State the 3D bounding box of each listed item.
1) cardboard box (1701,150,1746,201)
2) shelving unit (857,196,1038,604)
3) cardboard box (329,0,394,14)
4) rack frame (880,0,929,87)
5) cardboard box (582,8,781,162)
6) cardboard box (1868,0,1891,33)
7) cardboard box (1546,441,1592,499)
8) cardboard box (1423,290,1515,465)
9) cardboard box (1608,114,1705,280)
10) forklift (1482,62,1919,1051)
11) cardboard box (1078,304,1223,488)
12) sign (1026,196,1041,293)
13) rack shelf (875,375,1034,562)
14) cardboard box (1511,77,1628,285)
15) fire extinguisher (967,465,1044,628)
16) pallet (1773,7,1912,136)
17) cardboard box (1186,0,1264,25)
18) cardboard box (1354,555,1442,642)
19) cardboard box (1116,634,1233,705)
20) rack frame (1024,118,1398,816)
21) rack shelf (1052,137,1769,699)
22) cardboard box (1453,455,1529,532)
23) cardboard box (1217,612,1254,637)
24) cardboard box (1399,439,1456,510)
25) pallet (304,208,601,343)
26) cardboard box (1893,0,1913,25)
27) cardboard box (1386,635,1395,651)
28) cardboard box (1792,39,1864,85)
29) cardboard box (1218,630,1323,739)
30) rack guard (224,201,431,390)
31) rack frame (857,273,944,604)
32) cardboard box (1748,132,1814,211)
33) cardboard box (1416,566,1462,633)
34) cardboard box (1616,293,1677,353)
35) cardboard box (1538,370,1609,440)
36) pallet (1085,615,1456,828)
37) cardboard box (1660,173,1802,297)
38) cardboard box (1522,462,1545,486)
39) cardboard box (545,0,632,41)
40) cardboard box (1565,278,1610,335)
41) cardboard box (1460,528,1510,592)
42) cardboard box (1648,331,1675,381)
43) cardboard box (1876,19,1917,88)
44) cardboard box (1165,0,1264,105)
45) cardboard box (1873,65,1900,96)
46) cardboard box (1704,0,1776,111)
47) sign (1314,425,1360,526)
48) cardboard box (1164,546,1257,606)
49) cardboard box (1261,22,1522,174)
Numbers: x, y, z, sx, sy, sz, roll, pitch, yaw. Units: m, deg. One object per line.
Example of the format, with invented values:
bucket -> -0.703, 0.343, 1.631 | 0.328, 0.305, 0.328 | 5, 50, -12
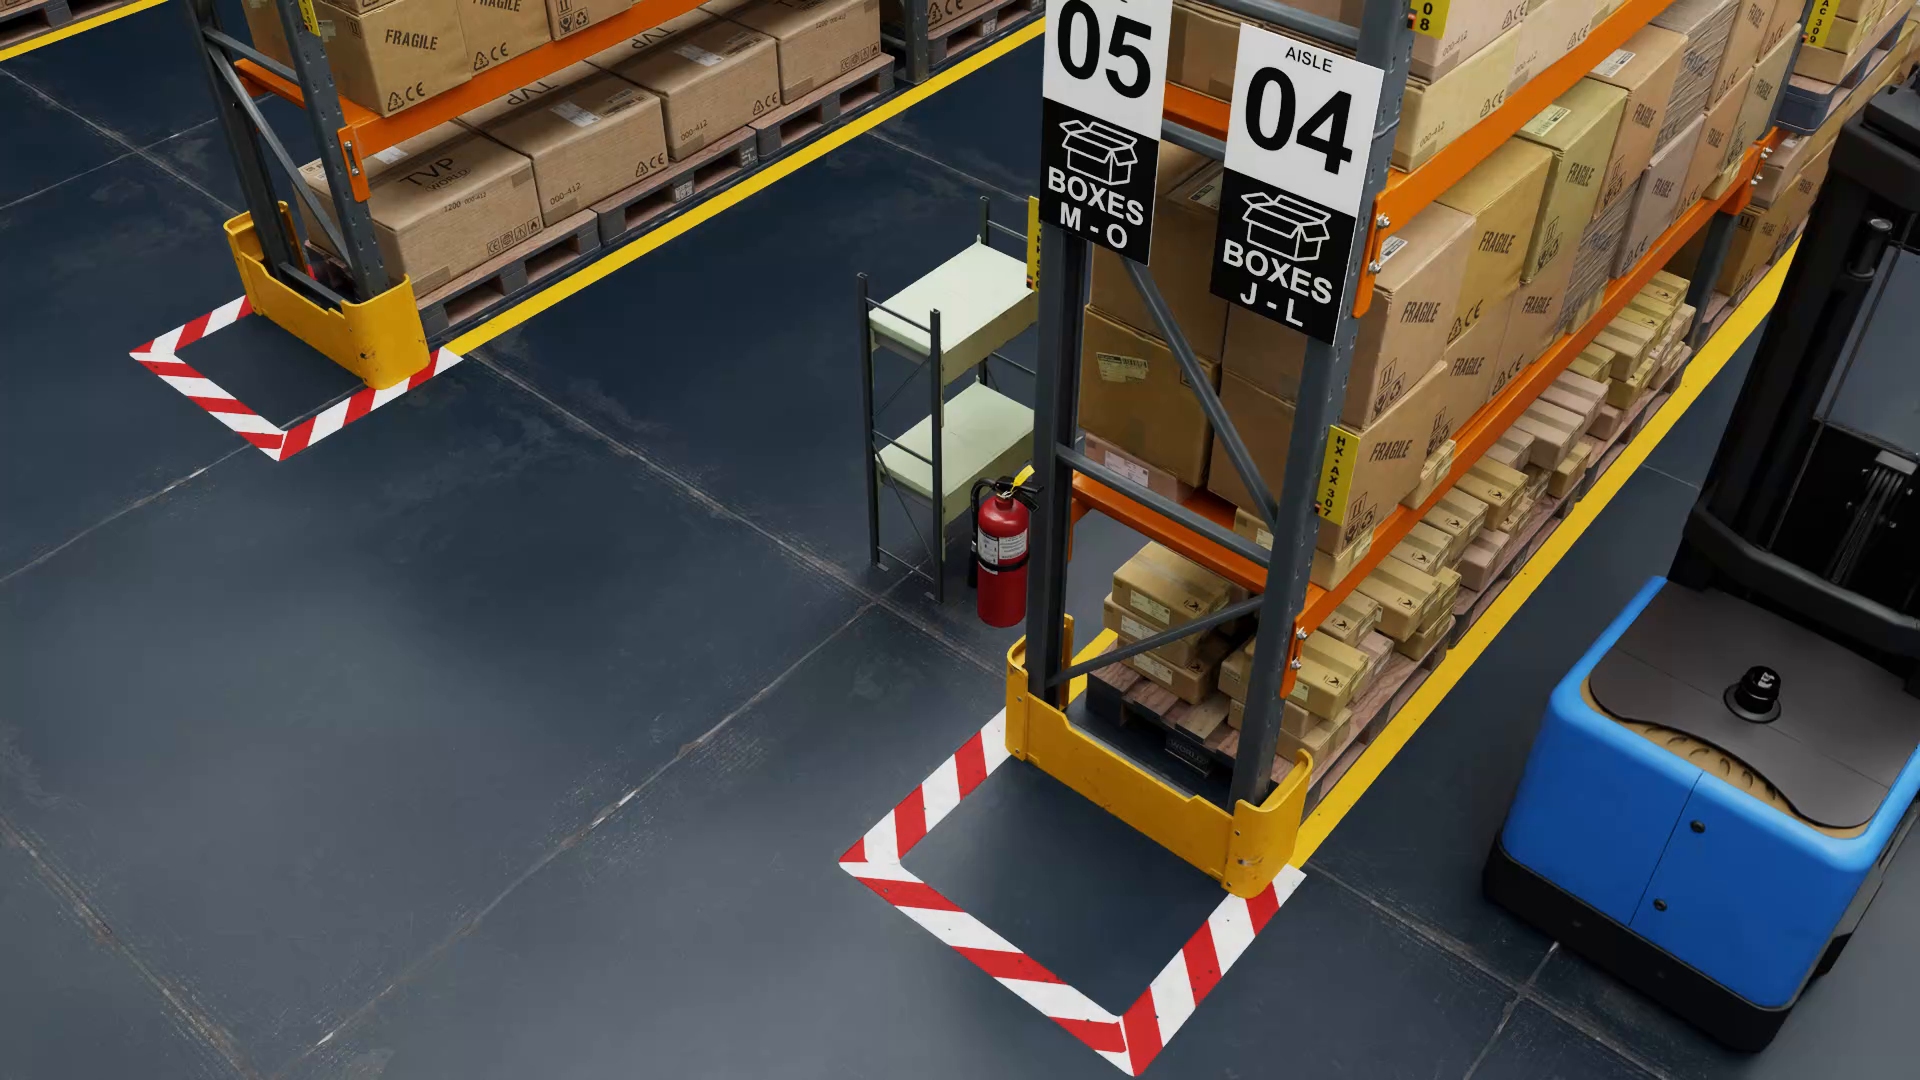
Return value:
cardboard box -> 3.146, -1.636, 7.189 | 0.380, 0.149, 0.250 | 28, 49, 27
shelving unit -> 0.004, -0.558, 6.932 | 0.431, 1.500, 0.755 | 29, 50, 28
cardboard box -> -2.668, -2.720, 7.376 | 0.500, 0.500, 0.500 | 28, 49, 28
rack frame -> -0.620, -4.249, 9.875 | 1.000, 3.000, 0.127 | 29, 50, 28
cardboard box -> -1.682, -2.718, 9.784 | 0.875, 0.438, 0.875 | 28, 49, 27
cardboard box -> 4.004, -2.468, 7.570 | 0.380, 0.149, 0.250 | 29, 49, 28
cardboard box -> 2.576, -0.376, 7.423 | 0.380, 0.149, 0.250 | 29, 50, 28
cardboard box -> 1.484, -0.643, 5.614 | 0.500, 0.500, 0.500 | 30, 50, 29
cardboard box -> 2.482, -1.411, 6.459 | 0.500, 0.500, 0.500 | 29, 50, 28
forklift -> 3.236, -0.310, 5.595 | 1.130, 2.935, 3.031 | 31, 51, 30
cardboard box -> 0.751, -0.588, 5.553 | 0.500, 0.500, 0.500 | 31, 50, 29
sign -> 0.247, -0.894, 5.090 | 0.100, 0.325, 0.005 | 29, 50, 28
rack shelf -> 0.004, -0.317, 7.151 | 0.431, 0.370, 0.720 | 29, 50, 28
cardboard box -> 1.823, -1.252, 5.541 | 0.500, 0.500, 0.500 | 28, 49, 28
fire extinguisher -> 0.144, -0.001, 5.539 | 0.296, 0.674, 0.183 | 29, 50, 28
pallet -> 3.837, -2.417, 8.003 | 1.003, 0.211, 1.213 | 29, 50, 28
cardboard box -> 0.761, -1.684, 4.565 | 0.500, 0.250, 0.500 | 28, 49, 27
cardboard box -> 1.602, 0.191, 6.358 | 0.380, 0.149, 0.250 | 29, 50, 28
cardboard box -> 0.838, 0.440, 6.525 | 0.380, 0.149, 0.250 | 30, 50, 29
rack frame -> 0.659, -0.098, 5.310 | 1.000, 3.000, 0.127 | 29, 50, 28
rack shelf -> 1.946, -0.861, 6.685 | 1.077, 0.370, 4.000 | 29, 50, 28
cardboard box -> 2.088, -0.227, 6.817 | 0.380, 0.149, 0.250 | 30, 50, 29
cardboard box -> 0.990, 0.185, 6.585 | 0.380, 0.149, 0.250 | 28, 49, 28
cardboard box -> 1.465, -0.294, 5.713 | 0.380, 0.149, 0.250 | 28, 49, 27
pallet -> -2.740, -1.603, 9.038 | 1.003, 0.211, 1.213 | 29, 50, 28
cardboard box -> 4.339, -2.625, 7.964 | 0.380, 0.149, 0.250 | 30, 50, 29
cardboard box -> 1.502, 0.369, 6.603 | 0.380, 0.149, 0.250 | 30, 50, 29
cardboard box -> 3.839, -2.224, 7.523 | 0.380, 0.149, 0.250 | 27, 49, 27
cardboard box -> 1.193, 0.533, 6.202 | 0.380, 0.149, 0.250 | 32, 51, 30
rack guard -> -3.210, -1.252, 8.437 | 1.175, 0.500, 0.348 | 29, 50, 28
rack frame -> -0.231, -0.370, 6.724 | 0.400, 1.500, 0.023 | 29, 50, 28
cardboard box -> 3.911, -1.932, 8.315 | 0.500, 0.250, 0.500 | 27, 49, 27
cardboard box -> 1.750, 0.167, 6.605 | 0.380, 0.149, 0.250 | 31, 51, 30
cardboard box -> 3.070, -1.033, 7.704 | 0.380, 0.149, 0.250 | 30, 50, 29
cardboard box -> 2.585, -0.623, 7.252 | 0.380, 0.149, 0.250 | 27, 49, 27
pallet -> 1.258, 0.492, 6.734 | 1.003, 0.211, 1.213 | 29, 50, 28
cardboard box -> 3.912, -1.654, 8.567 | 0.500, 0.500, 0.500 | 31, 51, 30
cardboard box -> 2.377, -0.422, 7.253 | 0.380, 0.149, 0.250 | 27, 49, 27
cardboard box -> -2.021, -2.875, 8.291 | 0.500, 0.500, 0.500 | 29, 50, 28
cardboard box -> 2.278, -0.980, 6.467 | 0.380, 0.149, 0.250 | 31, 50, 29
cardboard box -> 2.068, 0.022, 6.985 | 0.380, 0.149, 0.250 | 27, 49, 27
cardboard box -> 3.109, -0.924, 7.804 | 0.380, 0.149, 0.250 | 27, 49, 27
cardboard box -> 4.912, -2.740, 9.204 | 0.500, 0.250, 0.500 | 31, 50, 29
cardboard box -> 0.749, -1.501, 4.735 | 0.500, 0.250, 0.500 | 28, 49, 28
cardboard box -> 4.919, -2.451, 9.444 | 0.500, 0.500, 0.500 | 27, 49, 27
cardboard box -> 2.809, -2.047, 6.415 | 0.500, 0.500, 0.500 | 28, 49, 27
sign -> 1.075, -0.183, 4.761 | 0.100, 0.325, 0.005 | 29, 50, 28
cardboard box -> 1.012, 0.095, 6.463 | 0.380, 0.149, 0.250 | 30, 50, 29
cardboard box -> 1.144, -1.273, 4.484 | 0.500, 0.250, 0.500 | 31, 51, 30
